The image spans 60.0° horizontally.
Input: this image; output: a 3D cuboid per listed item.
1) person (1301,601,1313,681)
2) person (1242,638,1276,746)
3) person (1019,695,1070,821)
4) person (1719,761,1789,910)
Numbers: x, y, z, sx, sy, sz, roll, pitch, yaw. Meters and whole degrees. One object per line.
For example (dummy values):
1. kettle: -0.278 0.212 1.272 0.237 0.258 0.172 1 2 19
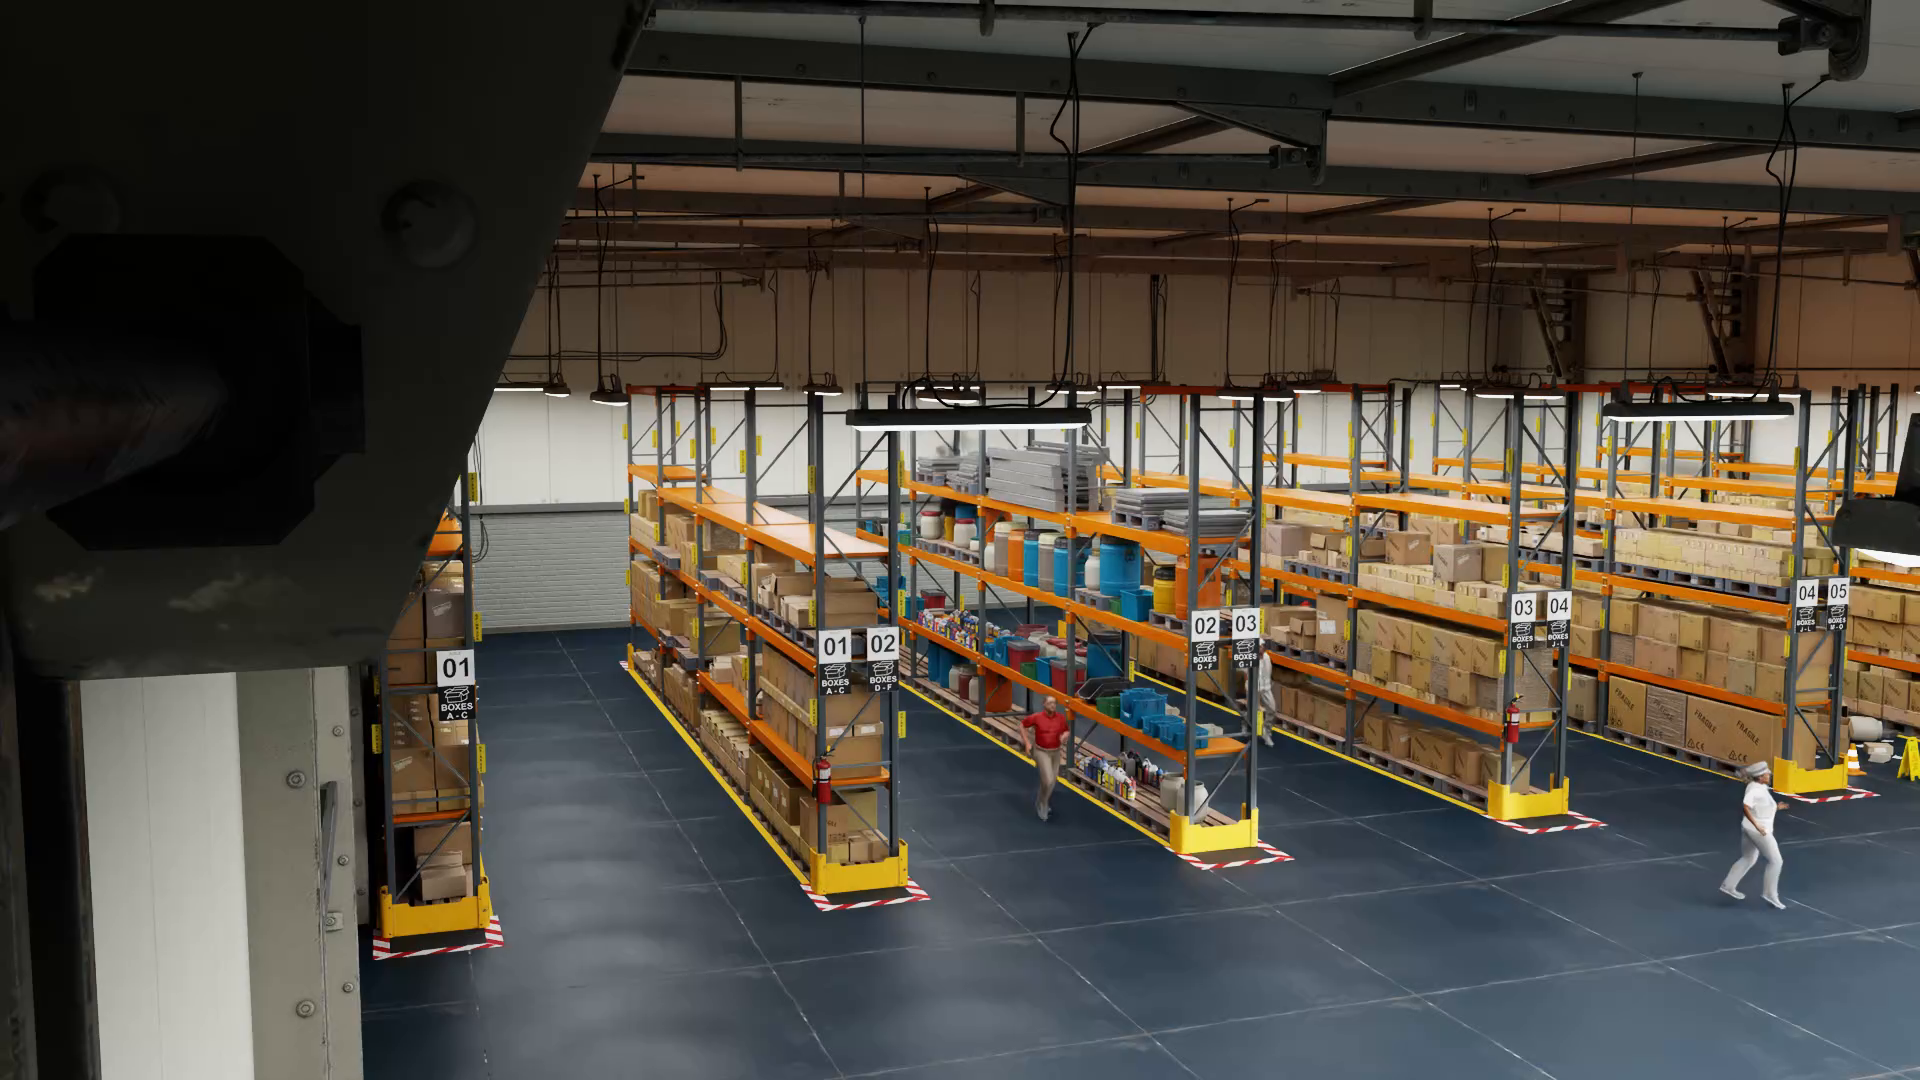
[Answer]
1. person: 6.874 2.073 32.682 0.641 1.746 0.601 -2 6 -21
2. person: 5.034 2.558 28.043 0.656 1.844 0.782 -3 6 -24
3. person: 1.254 3.065 23.452 0.646 1.757 0.686 -3 7 -27
4. person: 9.377 3.465 19.584 0.725 1.754 0.558 1 6 8
